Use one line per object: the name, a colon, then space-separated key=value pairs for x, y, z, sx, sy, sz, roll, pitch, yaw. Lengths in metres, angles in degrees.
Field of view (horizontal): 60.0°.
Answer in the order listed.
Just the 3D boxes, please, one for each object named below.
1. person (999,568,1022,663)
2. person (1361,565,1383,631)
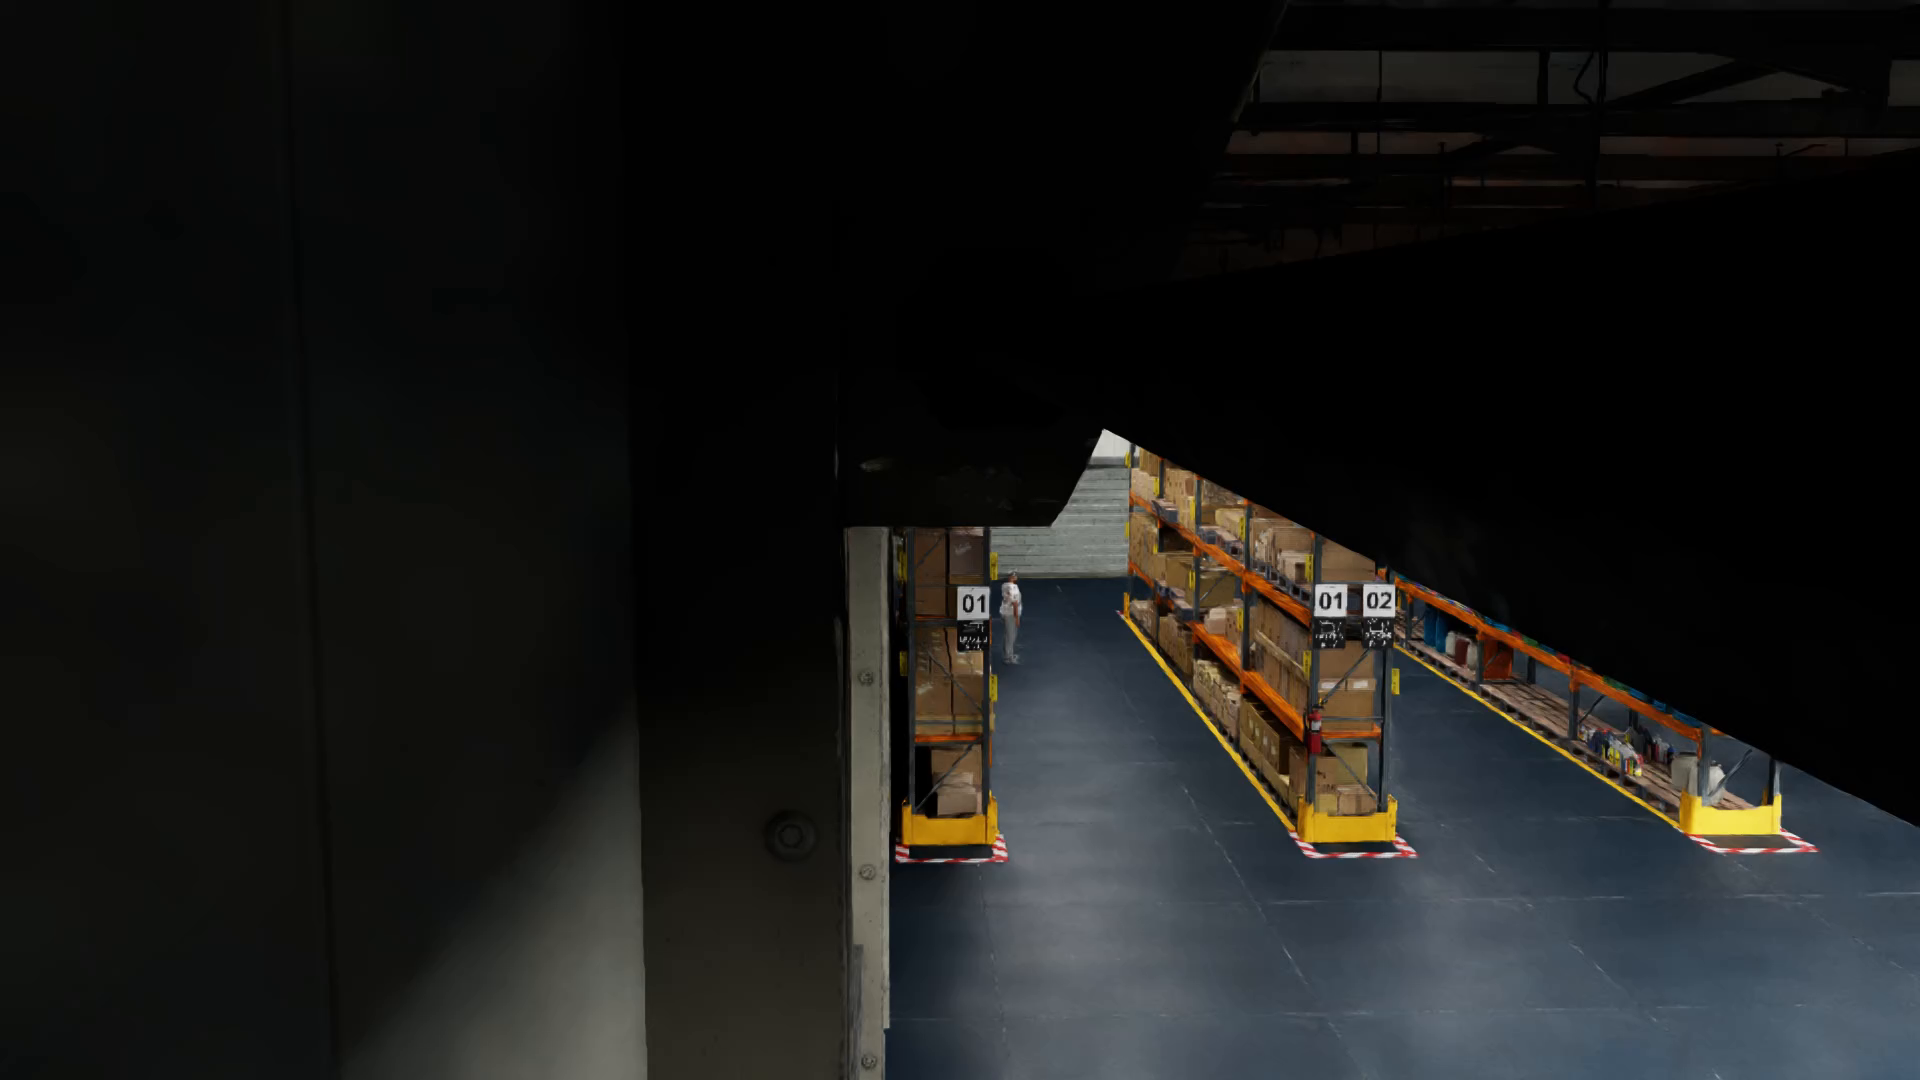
person: x=0.990 y=1.420 z=31.461 sx=0.408 sy=1.752 sz=0.644 roll=-2 pitch=8 yaw=-19
person: x=8.390 y=1.234 z=33.800 sx=0.458 sy=1.533 sz=0.886 roll=3 pitch=8 yaw=22
